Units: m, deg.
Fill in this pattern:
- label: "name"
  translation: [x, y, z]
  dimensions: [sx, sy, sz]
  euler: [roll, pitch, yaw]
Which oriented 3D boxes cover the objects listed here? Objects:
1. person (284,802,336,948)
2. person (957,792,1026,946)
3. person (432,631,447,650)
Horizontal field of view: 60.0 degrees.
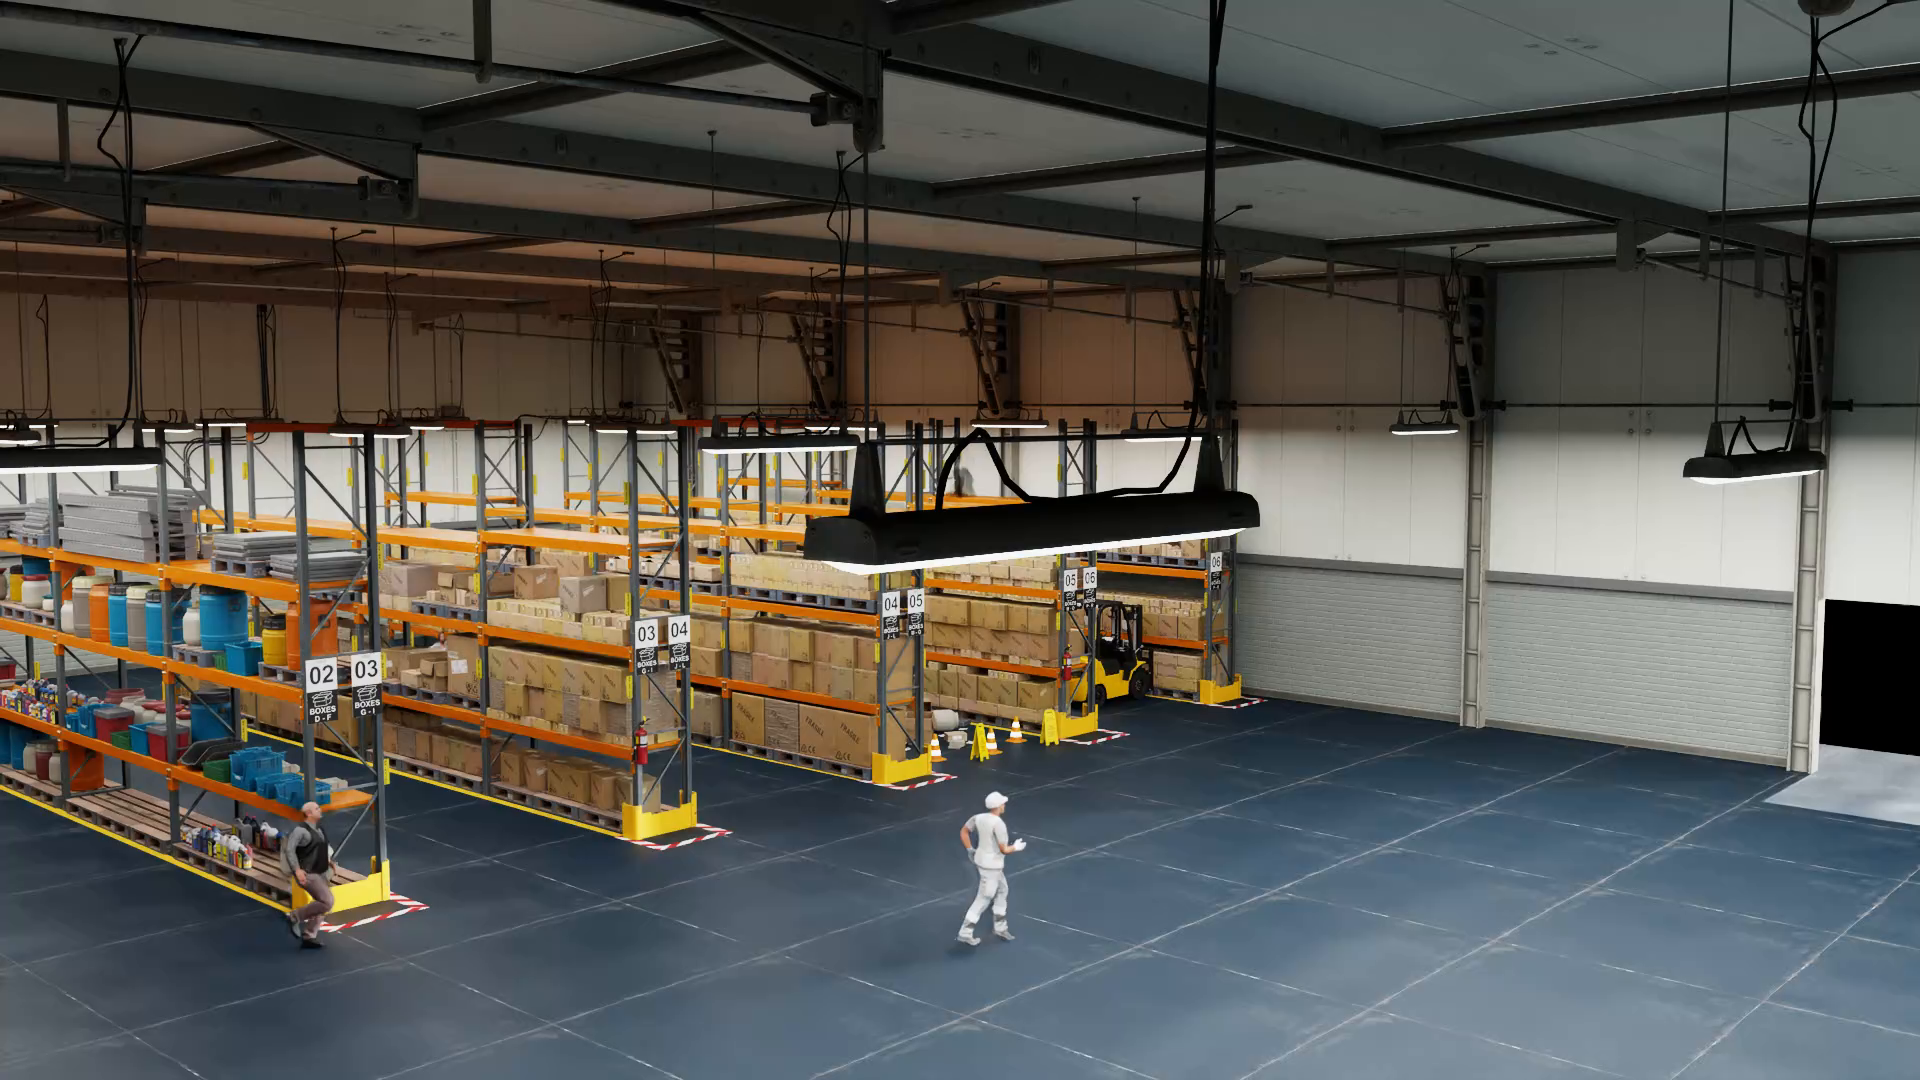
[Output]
- label: "person"
  translation: [-7.583, 3.910, 19.558]
  dimensions: [0.530, 1.648, 0.684]
  euler: [0, 5, 3]
- label: "person"
  translation: [0.346, 3.851, 19.380]
  dimensions: [0.865, 1.832, 0.592]
  euler: [-2, 5, -21]
- label: "person"
  translation: [-10.808, 2.699, 34.775]
  dimensions: [0.528, 1.604, 0.801]
  euler: [-4, 6, -42]
